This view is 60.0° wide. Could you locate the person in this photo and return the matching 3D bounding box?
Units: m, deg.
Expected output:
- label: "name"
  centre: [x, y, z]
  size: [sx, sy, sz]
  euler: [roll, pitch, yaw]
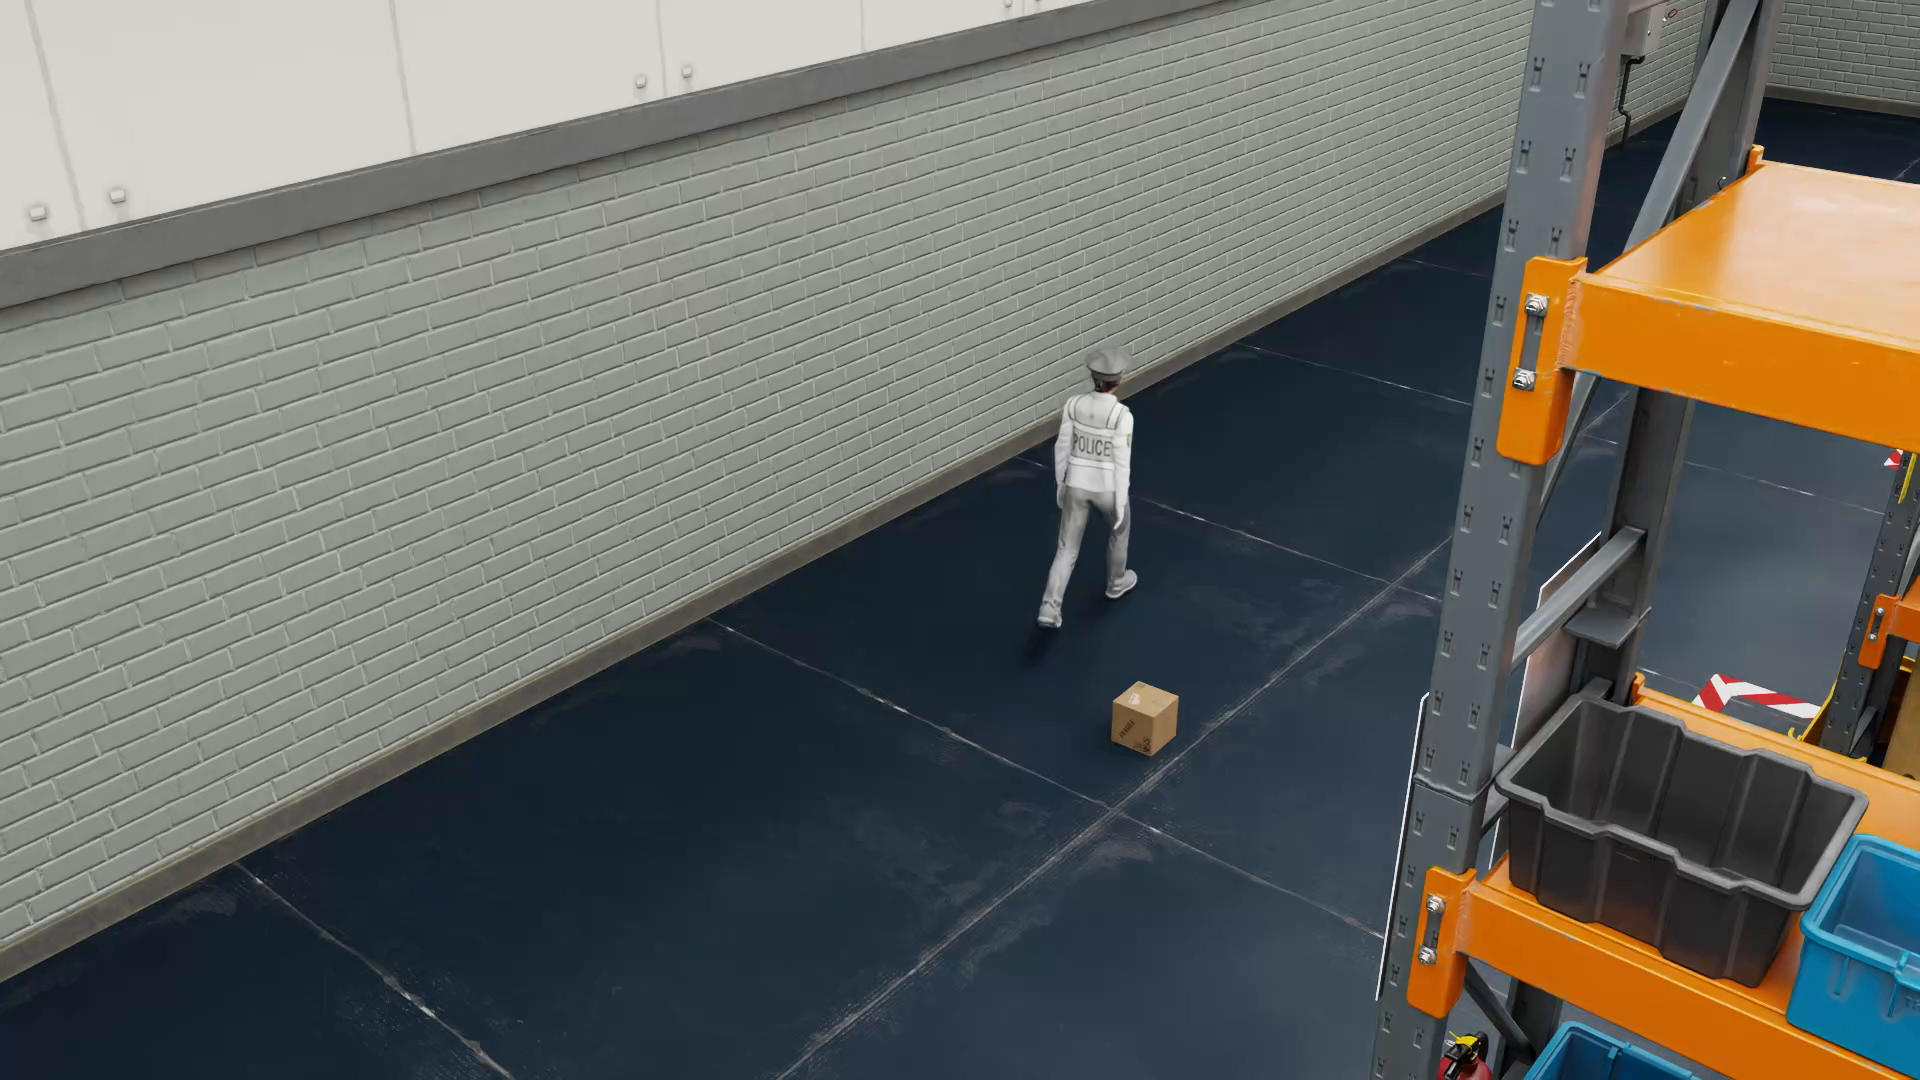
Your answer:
- label: "person"
  centre: [0.738, -0.280, 9.574]
  size: [0.487, 1.612, 1.018]
  euler: [12, 30, 23]
